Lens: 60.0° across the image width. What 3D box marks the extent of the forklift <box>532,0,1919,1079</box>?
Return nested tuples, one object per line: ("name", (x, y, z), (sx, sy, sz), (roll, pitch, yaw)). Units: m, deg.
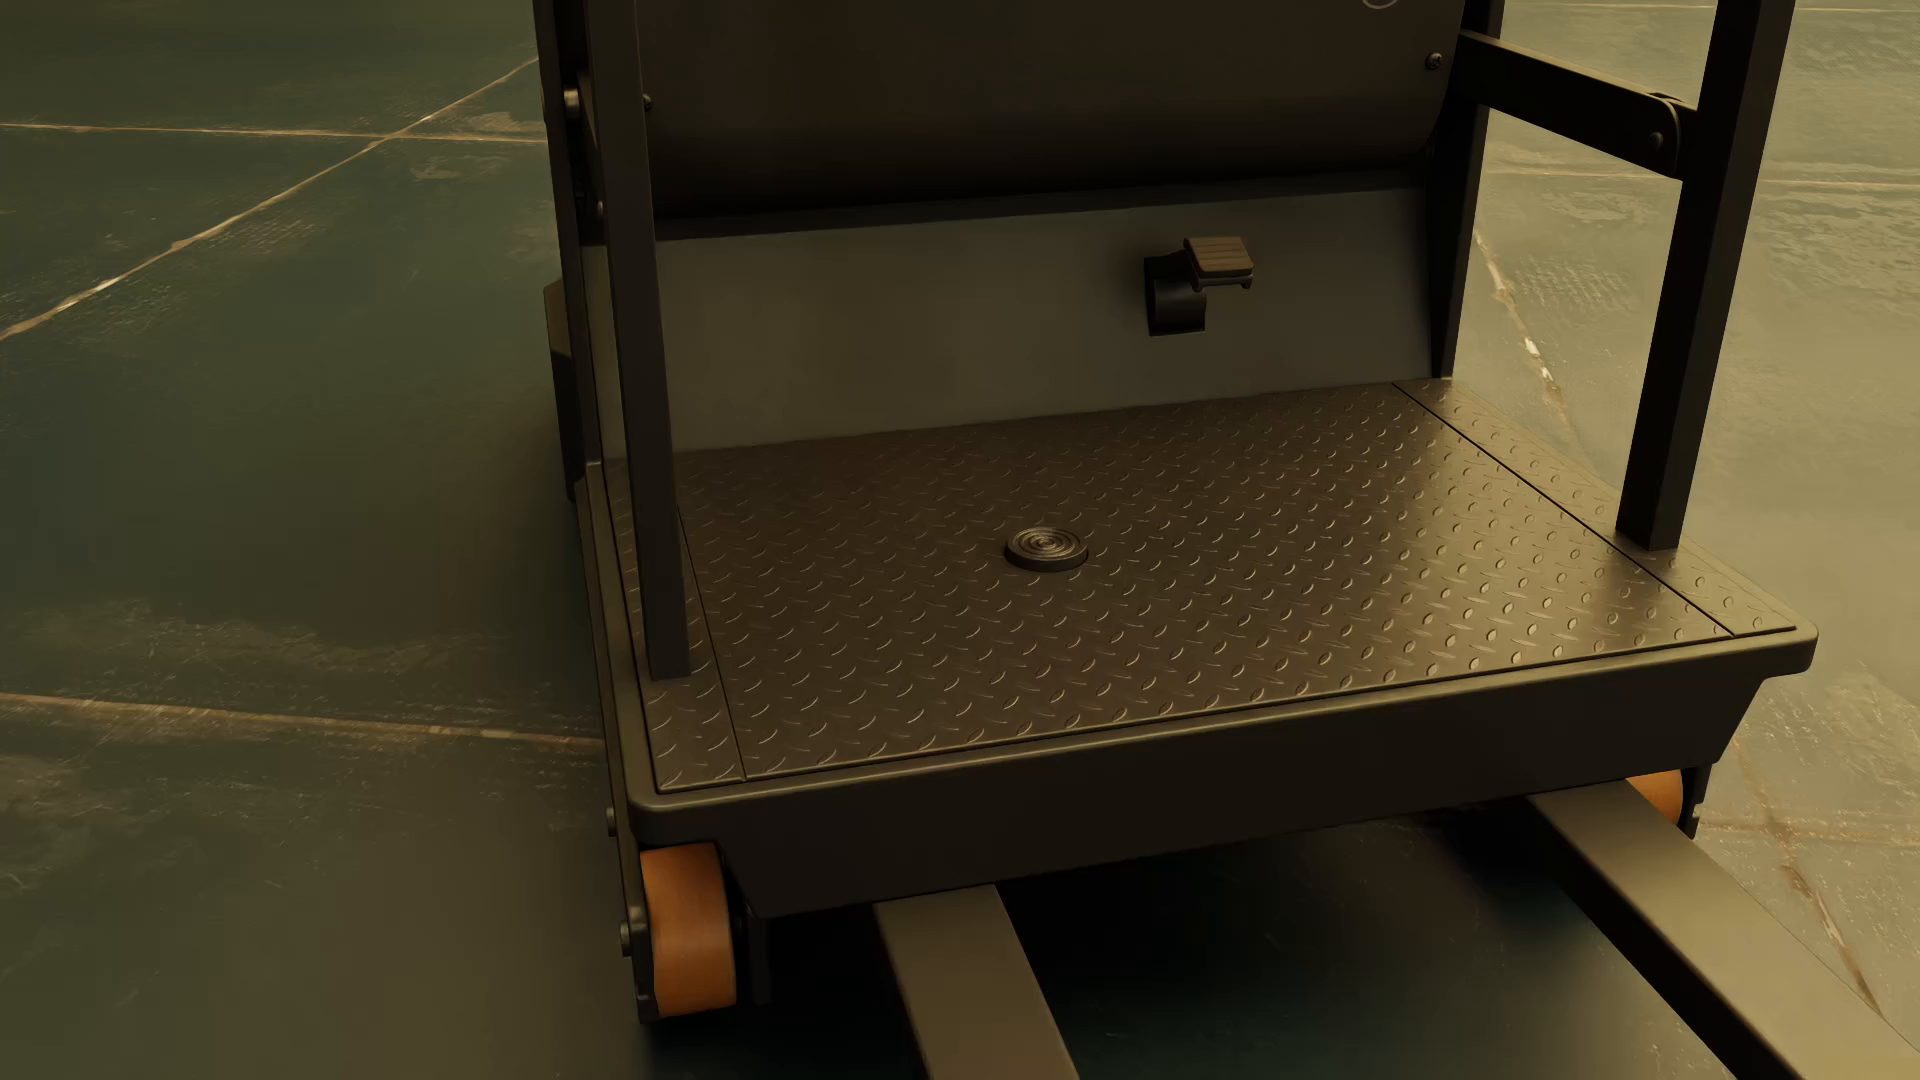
("forklift", (0.153, -1.049, 1.319), (1.130, 2.935, 3.031), (-7, 27, -13))
